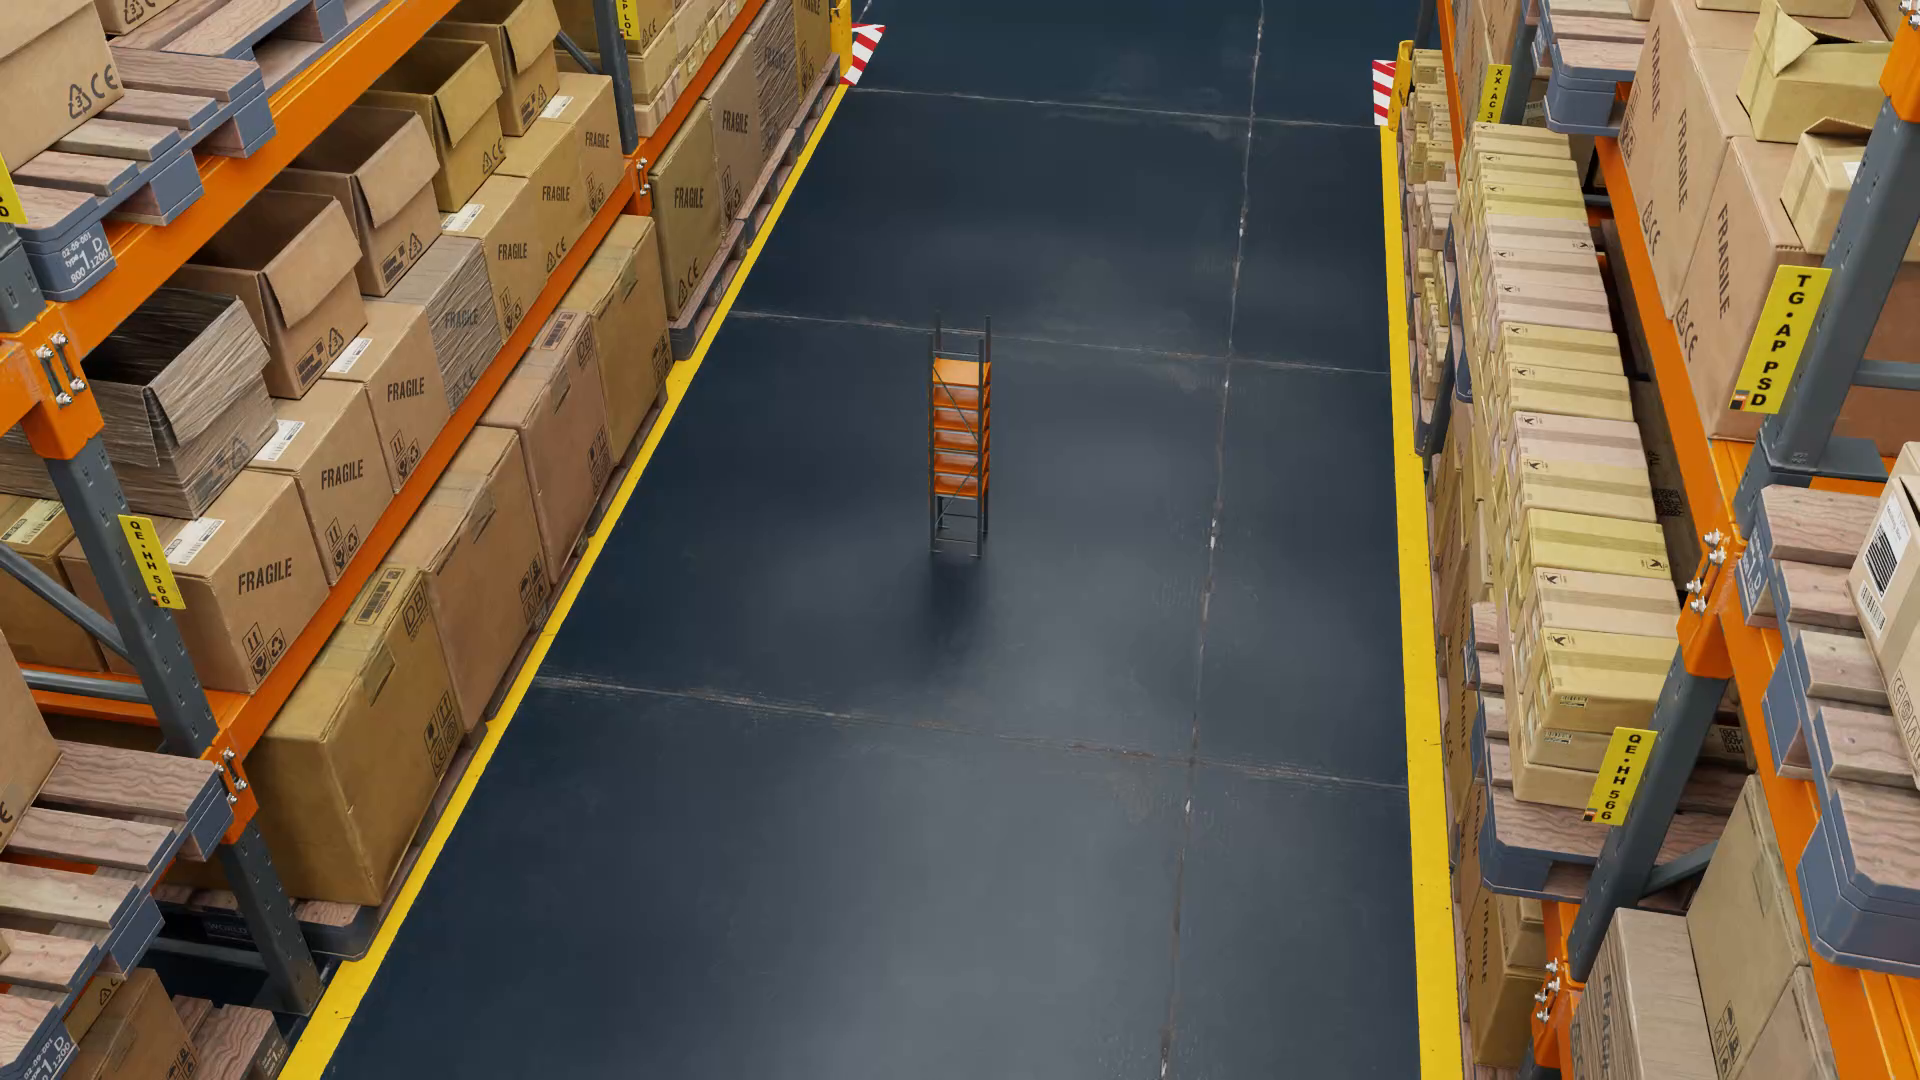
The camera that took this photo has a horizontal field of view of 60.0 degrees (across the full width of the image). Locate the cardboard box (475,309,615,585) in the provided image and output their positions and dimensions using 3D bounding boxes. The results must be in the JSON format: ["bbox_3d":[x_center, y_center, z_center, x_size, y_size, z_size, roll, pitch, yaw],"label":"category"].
[{"bbox_3d":[-2.311,-0.463,7.391,1.225,0.875,0.875,5,40,6],"label":"cardboard box"}]

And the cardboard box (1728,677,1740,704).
[{"bbox_3d":[2.479,0.374,4.907,0.380,0.149,0.250,8,40,10],"label":"cardboard box"}]

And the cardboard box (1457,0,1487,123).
[{"bbox_3d":[2.698,-2.288,7.949,0.500,0.500,0.500,5,40,6],"label":"cardboard box"}]

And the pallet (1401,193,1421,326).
[{"bbox_3d":[3.092,-1.593,9.608,1.003,0.211,1.213,6,40,8],"label":"pallet"}]

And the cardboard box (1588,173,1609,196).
[{"bbox_3d":[3.145,-1.690,7.734,0.380,0.149,0.250,7,40,9],"label":"cardboard box"}]

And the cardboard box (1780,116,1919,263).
[{"bbox_3d":[1.924,-0.736,3.350,0.396,0.266,0.258,6,40,8],"label":"cardboard box"}]

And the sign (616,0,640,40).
[{"bbox_3d":[-1.530,-2.447,7.606,0.100,0.325,0.005,6,40,8],"label":"sign"}]

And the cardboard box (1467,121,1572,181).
[{"bbox_3d":[2.281,-1.572,6.795,0.380,0.149,0.250,8,40,10],"label":"cardboard box"}]

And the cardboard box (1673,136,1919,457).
[{"bbox_3d":[1.958,-0.545,3.720,0.500,0.500,0.500,6,40,8],"label":"cardboard box"}]

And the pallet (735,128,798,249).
[{"bbox_3d":[-1.648,-2.247,10.399,1.003,0.211,1.213,6,40,8],"label":"pallet"}]

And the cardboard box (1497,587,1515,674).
[{"bbox_3d":[1.831,0.293,5.006,0.380,0.149,0.250,7,40,8],"label":"cardboard box"}]

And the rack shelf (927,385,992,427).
[{"bbox_3d":[-0.002,-0.604,7.329,0.258,0.103,0.180,6,40,8],"label":"rack shelf"}]

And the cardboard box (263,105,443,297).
[{"bbox_3d":[-2.391,-1.287,6.184,0.797,0.503,0.637,8,40,9],"label":"cardboard box"}]

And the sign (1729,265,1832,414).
[{"bbox_3d":[1.576,-0.381,3.193,0.100,0.325,0.005,6,40,8],"label":"sign"}]

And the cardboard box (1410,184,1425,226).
[{"bbox_3d":[2.856,-1.959,9.770,0.380,0.149,0.250,5,40,6],"label":"cardboard box"}]

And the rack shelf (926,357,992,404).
[{"bbox_3d":[-0.002,-0.697,7.252,0.258,0.103,0.180,6,40,8],"label":"rack shelf"}]

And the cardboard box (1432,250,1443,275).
[{"bbox_3d":[2.772,-1.535,9.024,0.380,0.149,0.250,7,40,9],"label":"cardboard box"}]

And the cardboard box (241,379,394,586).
[{"bbox_3d":[-2.319,-0.212,5.671,0.500,0.500,0.500,5,40,6],"label":"cardboard box"}]

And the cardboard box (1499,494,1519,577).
[{"bbox_3d":[1.878,0.006,5.120,0.380,0.149,0.250,6,40,8],"label":"cardboard box"}]

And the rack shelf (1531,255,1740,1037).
[{"bbox_3d":[2.456,0.058,5.987,1.077,0.370,4.000,6,40,8],"label":"rack shelf"}]

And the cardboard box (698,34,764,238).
[{"bbox_3d":[-1.717,-2.398,9.731,0.875,0.875,0.875,6,40,8],"label":"cardboard box"}]

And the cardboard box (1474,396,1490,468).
[{"bbox_3d":[2.013,-0.365,5.802,0.380,0.149,0.250,5,40,6],"label":"cardboard box"}]

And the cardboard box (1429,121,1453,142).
[{"bbox_3d":[2.951,-2.318,9.737,0.380,0.149,0.250,8,40,9],"label":"cardboard box"}]

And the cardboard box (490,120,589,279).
[{"bbox_3d":[-1.970,-1.490,7.217,0.500,0.500,0.500,8,40,9],"label":"cardboard box"}]

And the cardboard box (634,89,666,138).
[{"bbox_3d":[-1.687,-2.137,8.275,0.380,0.149,0.250,6,40,8],"label":"cardboard box"}]

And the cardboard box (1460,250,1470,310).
[{"bbox_3d":[2.191,-1.012,6.584,0.380,0.149,0.250,7,40,8],"label":"cardboard box"}]

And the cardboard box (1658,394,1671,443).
[{"bbox_3d":[2.706,-0.451,5.905,0.380,0.149,0.250,8,40,10],"label":"cardboard box"}]

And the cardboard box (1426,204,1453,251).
[{"bbox_3d":[2.726,-1.675,8.960,0.380,0.149,0.250,5,40,6],"label":"cardboard box"}]

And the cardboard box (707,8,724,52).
[{"bbox_3d":[-1.509,-2.793,9.068,0.380,0.149,0.250,6,40,7],"label":"cardboard box"}]

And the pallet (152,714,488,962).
[{"bbox_3d":[-2.547,1.014,6.455,1.003,0.211,1.213,6,40,8],"label":"pallet"}]

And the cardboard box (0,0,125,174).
[{"bbox_3d":[-2.723,-1.323,4.328,0.797,0.503,0.637,9,40,10],"label":"cardboard box"}]

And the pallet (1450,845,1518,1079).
[{"bbox_3d":[2.246,1.620,5.722,1.003,0.211,1.213,6,40,8],"label":"pallet"}]

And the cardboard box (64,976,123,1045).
[{"bbox_3d":[-2.844,1.354,4.883,0.500,0.250,0.500,8,40,9],"label":"cardboard box"}]

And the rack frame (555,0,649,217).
[{"bbox_3d":[-2.066,-2.085,8.015,1.000,3.000,0.127,6,40,8],"label":"rack frame"}]

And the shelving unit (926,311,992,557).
[{"bbox_3d":[-0.002,-0.453,7.454,0.258,1.200,0.189,6,40,8],"label":"shelving unit"}]

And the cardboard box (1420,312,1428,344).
[{"bbox_3d":[2.644,-1.148,8.789,0.380,0.149,0.250,5,40,6],"label":"cardboard box"}]

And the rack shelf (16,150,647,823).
[{"bbox_3d":[-2.412,-0.552,6.726,1.077,0.370,4.000,6,40,8],"label":"rack shelf"}]

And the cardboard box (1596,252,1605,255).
[{"bbox_3d":[3.189,-1.457,8.696,0.380,0.149,0.250,5,40,7],"label":"cardboard box"}]

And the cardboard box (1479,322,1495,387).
[{"bbox_3d":[2.058,-0.634,5.893,0.380,0.149,0.250,6,40,7],"label":"cardboard box"}]

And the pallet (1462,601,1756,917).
[{"bbox_3d":[2.128,0.651,4.856,1.213,0.211,1.003,6,40,8],"label":"pallet"}]

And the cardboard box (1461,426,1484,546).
[{"bbox_3d":[2.324,-0.193,6.770,0.500,0.250,0.500,7,40,9],"label":"cardboard box"}]

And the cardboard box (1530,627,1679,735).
[{"bbox_3d":[1.743,0.383,4.430,0.380,0.149,0.250,5,40,6],"label":"cardboard box"}]

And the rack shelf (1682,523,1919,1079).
[{"bbox_3d":[1.764,1.412,1.995,1.077,0.370,4.000,6,40,8],"label":"rack shelf"}]

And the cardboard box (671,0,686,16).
[{"bbox_3d":[-1.638,-3.011,8.431,0.500,0.500,0.500,6,40,8],"label":"cardboard box"}]

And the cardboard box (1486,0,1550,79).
[{"bbox_3d":[2.617,-2.338,7.224,0.500,0.500,0.500,5,40,6],"label":"cardboard box"}]

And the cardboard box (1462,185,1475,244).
[{"bbox_3d":[2.238,-1.295,6.693,0.380,0.149,0.250,6,40,7],"label":"cardboard box"}]

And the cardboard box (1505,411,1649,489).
[{"bbox_3d":[1.924,-0.257,5.204,0.380,0.149,0.250,6,40,8],"label":"cardboard box"}]

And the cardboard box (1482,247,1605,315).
[{"bbox_3d":[2.102,-0.919,6.005,0.380,0.149,0.250,6,40,7],"label":"cardboard box"}]

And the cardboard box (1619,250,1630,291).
[{"bbox_3d":[2.884,-1.105,6.697,0.380,0.149,0.250,7,40,8],"label":"cardboard box"}]

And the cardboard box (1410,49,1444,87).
[{"bbox_3d":[3.069,-2.986,10.545,0.380,0.149,0.250,5,40,6],"label":"cardboard box"}]

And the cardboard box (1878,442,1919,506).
[{"bbox_3d":[1.894,-0.032,2.966,0.380,0.149,0.250,5,40,6],"label":"cardboard box"}]

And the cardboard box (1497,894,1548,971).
[{"bbox_3d":[1.970,1.090,5.218,0.500,0.250,0.500,6,40,7],"label":"cardboard box"}]

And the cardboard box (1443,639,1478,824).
[{"bbox_3d":[2.135,0.736,6.234,0.500,0.500,0.500,5,40,6],"label":"cardboard box"}]

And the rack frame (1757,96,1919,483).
[{"bbox_3d":[2.110,-1.276,2.328,1.000,3.000,0.127,6,40,8],"label":"rack frame"}]
